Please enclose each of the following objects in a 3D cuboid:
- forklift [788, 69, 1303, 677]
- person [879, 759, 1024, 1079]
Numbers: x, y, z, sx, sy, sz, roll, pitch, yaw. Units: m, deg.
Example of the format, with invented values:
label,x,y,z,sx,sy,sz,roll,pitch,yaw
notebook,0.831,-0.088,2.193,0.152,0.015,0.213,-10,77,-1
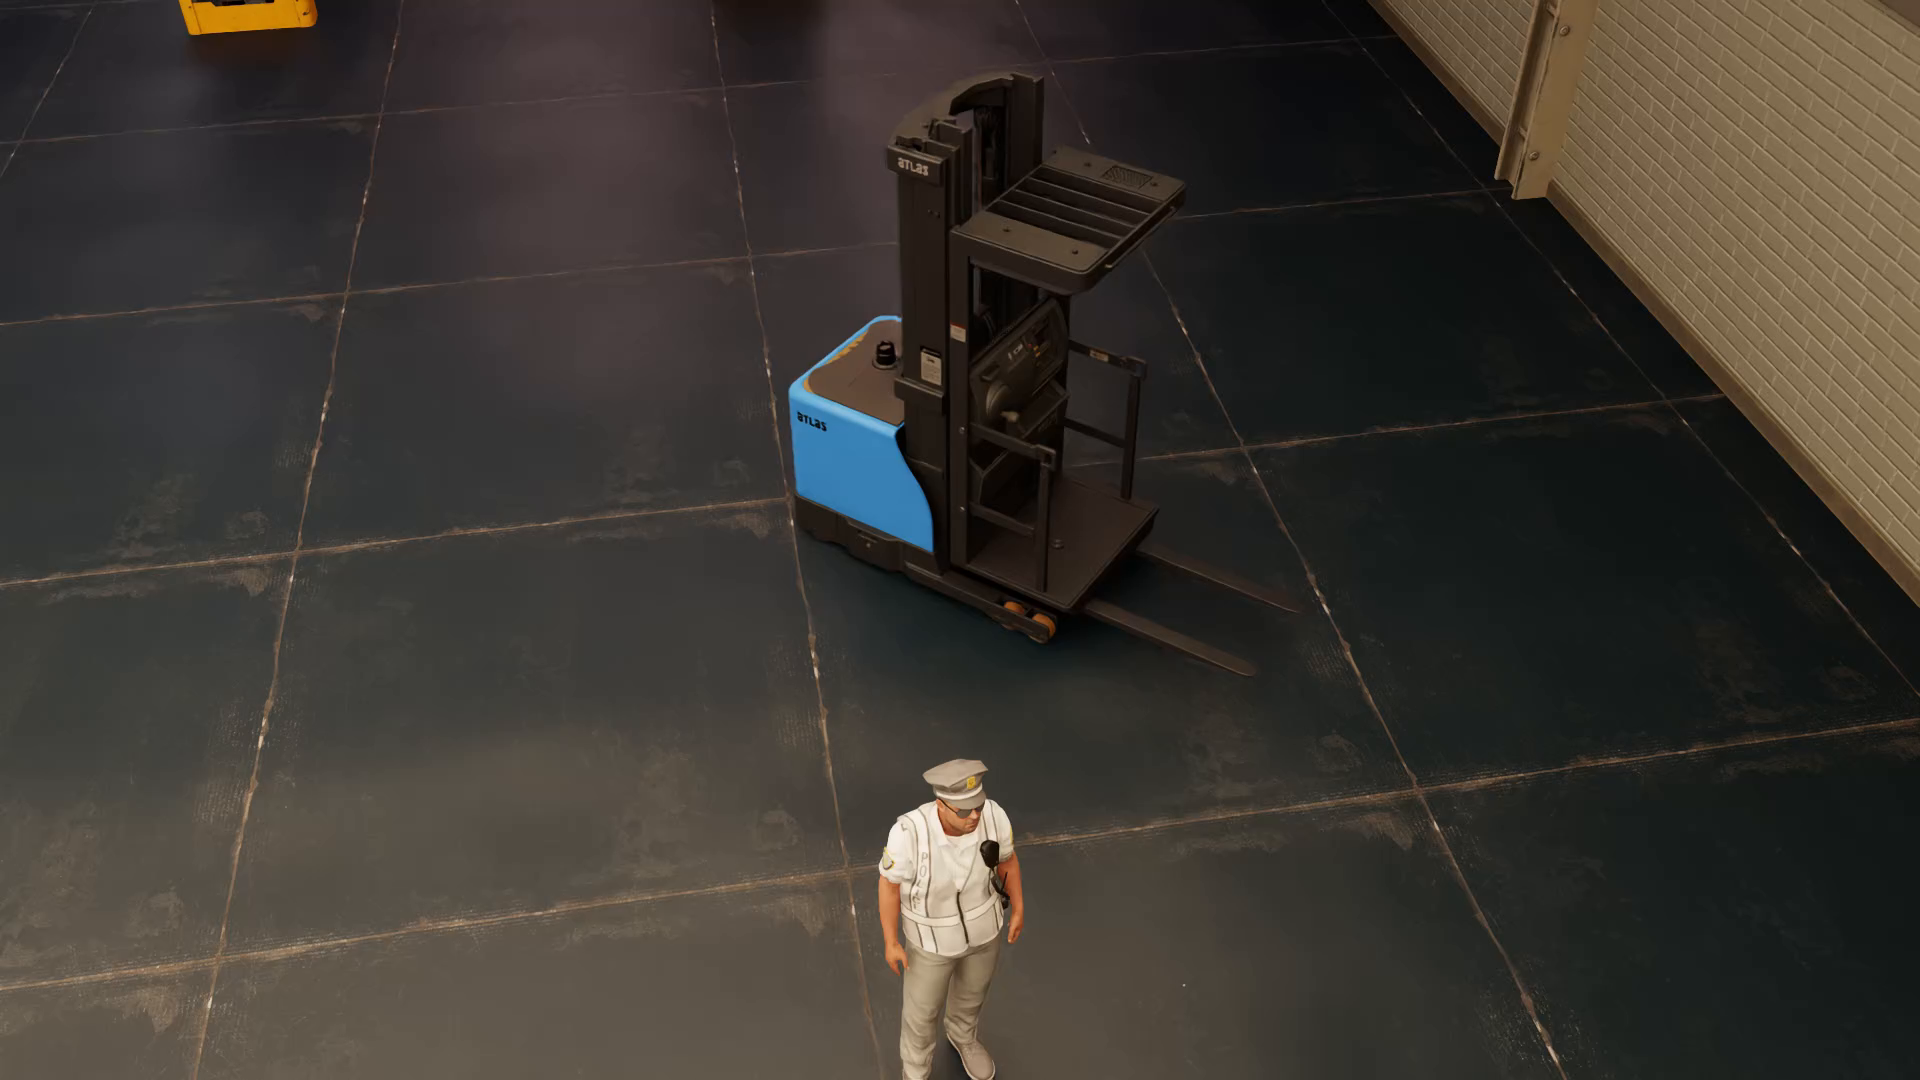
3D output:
label,x,y,z,sx,sy,sz,roll,pitch,yaw
forklift,0.500,-0.923,9.043,3.031,2.935,1.130,23,45,25
person,-0.007,1.646,6.897,0.640,1.781,0.576,-14,42,-16
